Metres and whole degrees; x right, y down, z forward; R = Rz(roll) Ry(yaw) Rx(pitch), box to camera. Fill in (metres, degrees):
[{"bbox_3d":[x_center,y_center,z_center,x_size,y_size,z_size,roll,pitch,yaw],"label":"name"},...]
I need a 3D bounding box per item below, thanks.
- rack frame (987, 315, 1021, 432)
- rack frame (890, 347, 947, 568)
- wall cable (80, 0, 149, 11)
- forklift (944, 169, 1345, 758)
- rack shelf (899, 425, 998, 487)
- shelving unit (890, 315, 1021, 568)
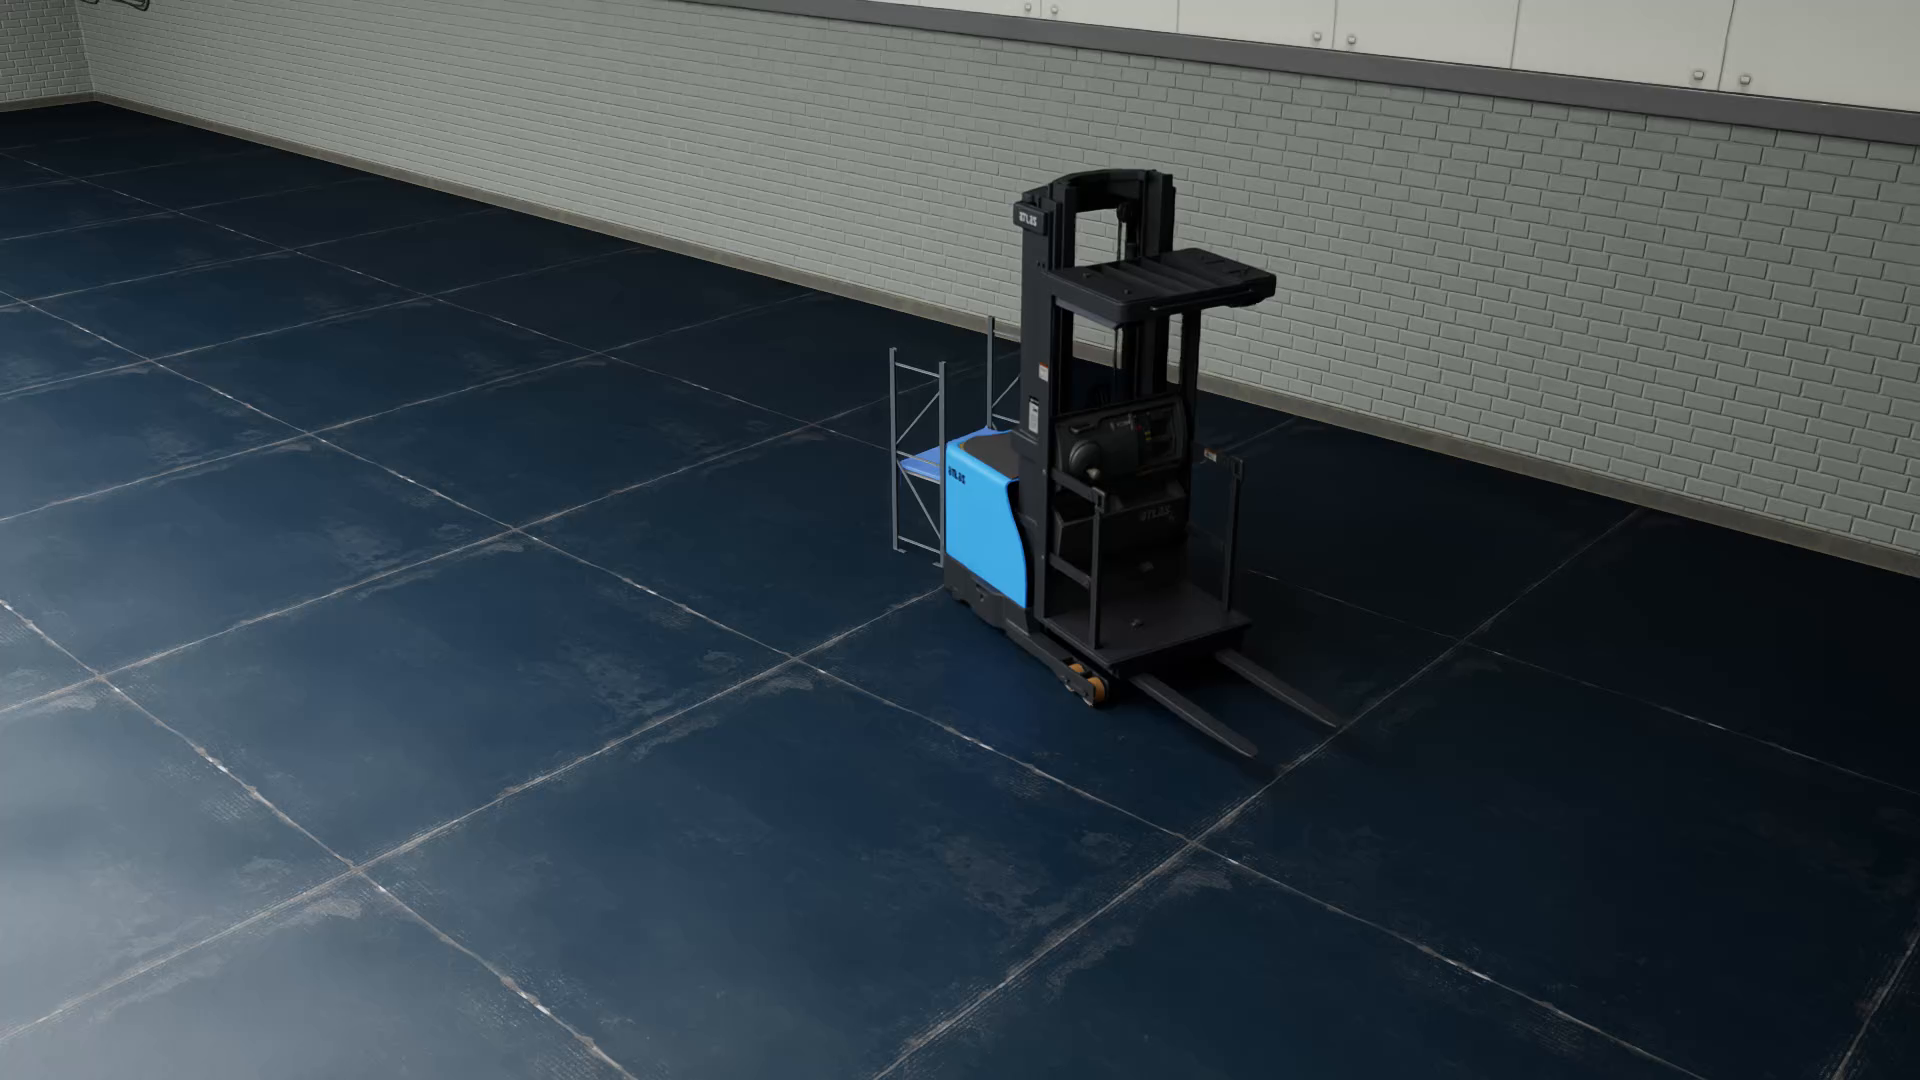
[{"bbox_3d":[0.396,-0.865,12.146,0.500,1.500,0.032,20,31,38],"label":"rack frame"},{"bbox_3d":[-0.282,-0.555,11.455,0.500,1.500,0.032,20,31,38],"label":"rack frame"},{"bbox_3d":[-14.192,-10.039,27.235,3.097,2.526,0.112,20,31,38],"label":"wall cable"},{"bbox_3d":[1.075,-0.573,9.745,1.130,2.935,3.031,-14,28,-28],"label":"forklift"},{"bbox_3d":[0.057,-0.546,11.874,0.538,0.185,1.000,20,31,38],"label":"rack shelf"},{"bbox_3d":[0.057,-0.710,11.800,0.538,1.500,1.048,20,31,38],"label":"shelving unit"}]
